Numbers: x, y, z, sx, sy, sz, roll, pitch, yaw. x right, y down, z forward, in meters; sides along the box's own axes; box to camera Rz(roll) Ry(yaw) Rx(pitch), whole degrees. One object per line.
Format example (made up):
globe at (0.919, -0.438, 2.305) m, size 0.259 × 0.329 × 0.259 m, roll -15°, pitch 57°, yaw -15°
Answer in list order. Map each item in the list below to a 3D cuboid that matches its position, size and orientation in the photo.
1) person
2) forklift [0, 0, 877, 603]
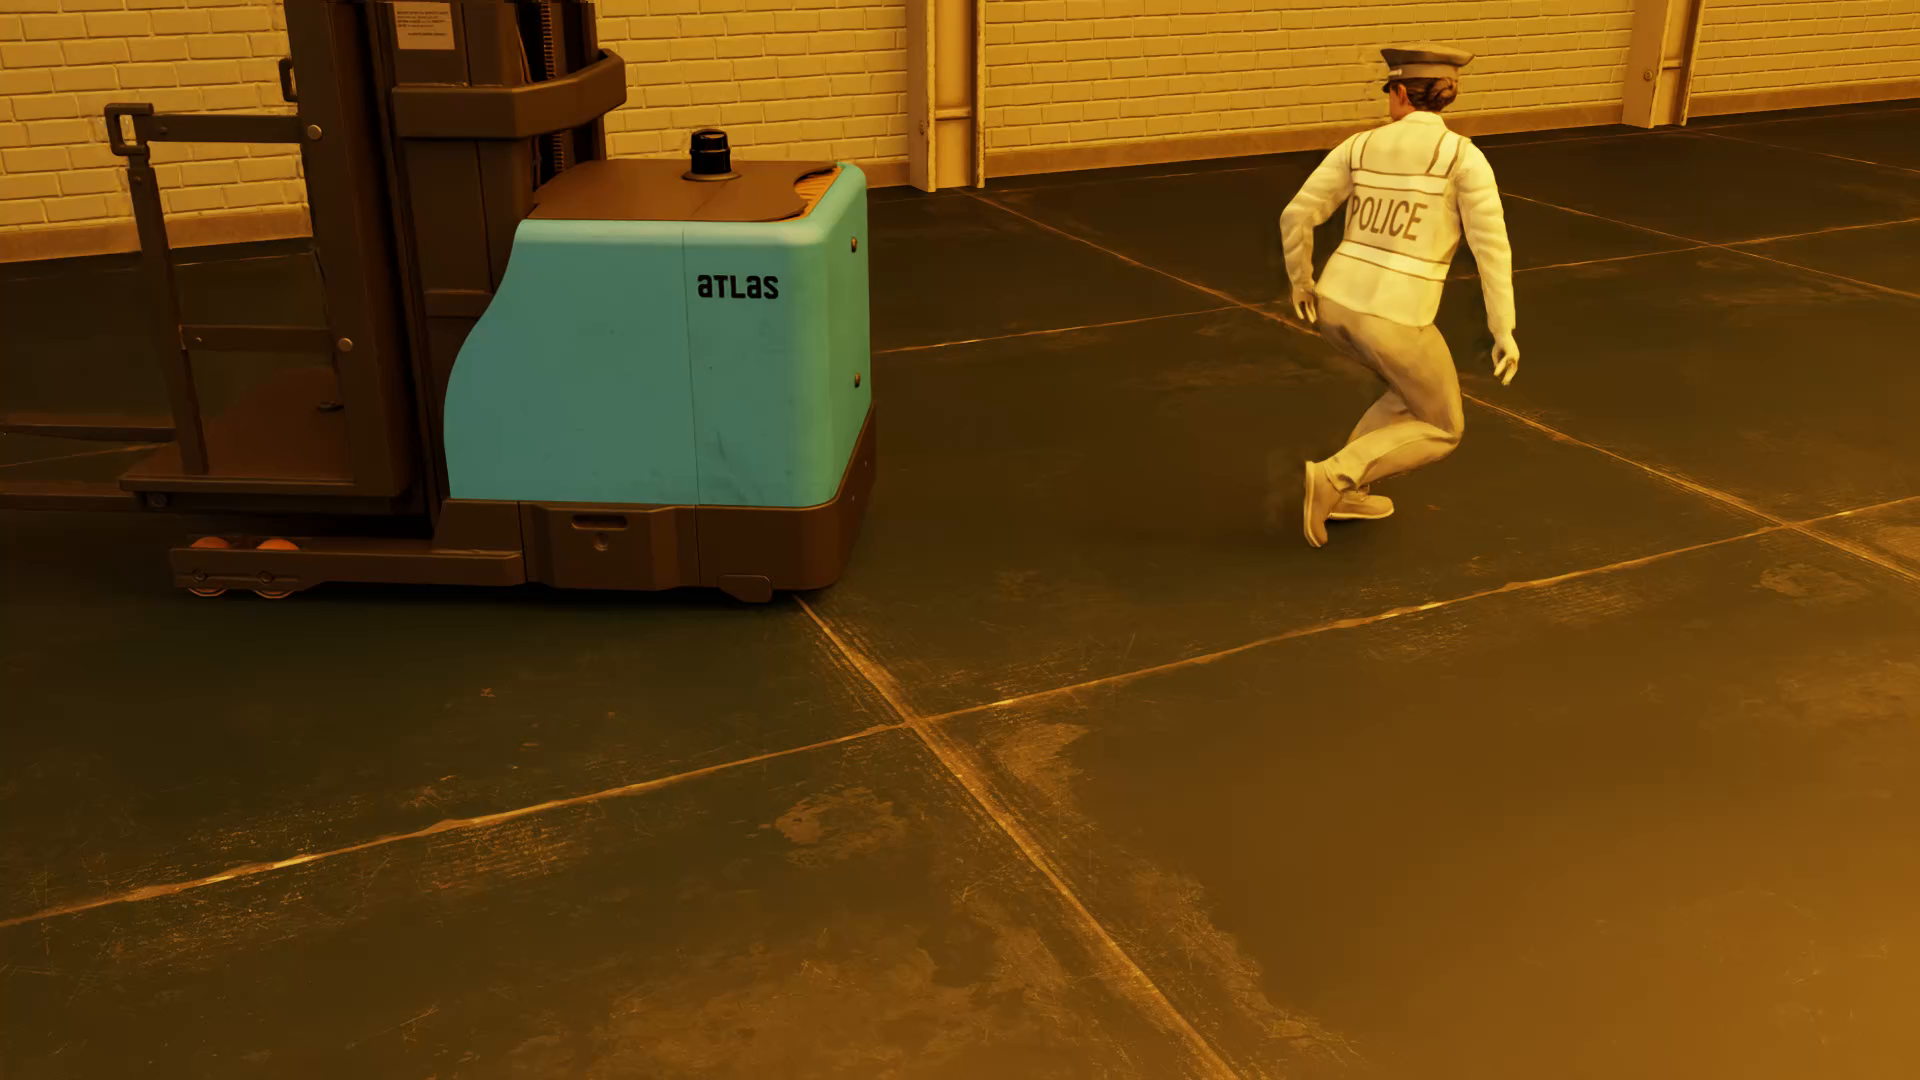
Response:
person at (1.242, -0.701, 4.921) m, size 0.611 × 1.463 × 0.756 m, roll -14°, pitch 26°, yaw -31°
forklift at (-1.815, -1.387, 4.624) m, size 3.031 × 2.935 × 1.130 m, roll 2°, pitch 23°, yaw 4°
